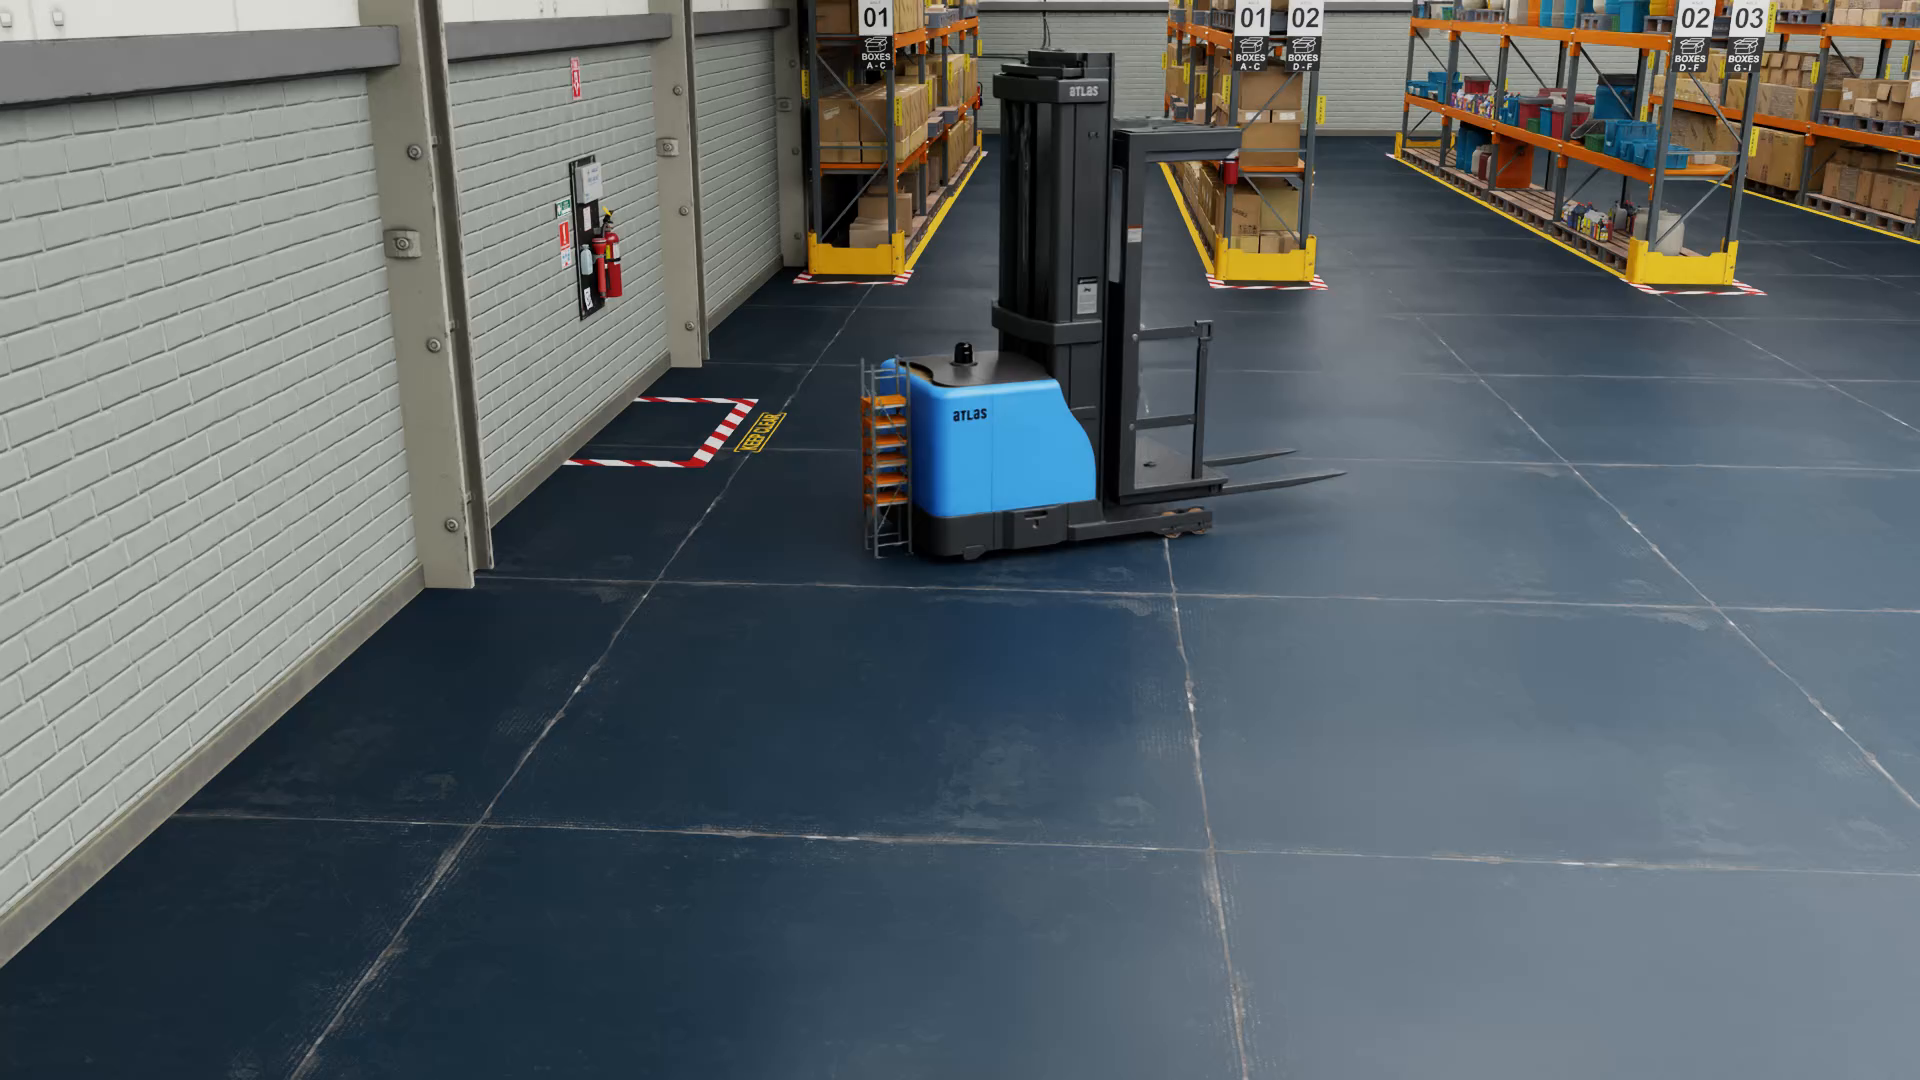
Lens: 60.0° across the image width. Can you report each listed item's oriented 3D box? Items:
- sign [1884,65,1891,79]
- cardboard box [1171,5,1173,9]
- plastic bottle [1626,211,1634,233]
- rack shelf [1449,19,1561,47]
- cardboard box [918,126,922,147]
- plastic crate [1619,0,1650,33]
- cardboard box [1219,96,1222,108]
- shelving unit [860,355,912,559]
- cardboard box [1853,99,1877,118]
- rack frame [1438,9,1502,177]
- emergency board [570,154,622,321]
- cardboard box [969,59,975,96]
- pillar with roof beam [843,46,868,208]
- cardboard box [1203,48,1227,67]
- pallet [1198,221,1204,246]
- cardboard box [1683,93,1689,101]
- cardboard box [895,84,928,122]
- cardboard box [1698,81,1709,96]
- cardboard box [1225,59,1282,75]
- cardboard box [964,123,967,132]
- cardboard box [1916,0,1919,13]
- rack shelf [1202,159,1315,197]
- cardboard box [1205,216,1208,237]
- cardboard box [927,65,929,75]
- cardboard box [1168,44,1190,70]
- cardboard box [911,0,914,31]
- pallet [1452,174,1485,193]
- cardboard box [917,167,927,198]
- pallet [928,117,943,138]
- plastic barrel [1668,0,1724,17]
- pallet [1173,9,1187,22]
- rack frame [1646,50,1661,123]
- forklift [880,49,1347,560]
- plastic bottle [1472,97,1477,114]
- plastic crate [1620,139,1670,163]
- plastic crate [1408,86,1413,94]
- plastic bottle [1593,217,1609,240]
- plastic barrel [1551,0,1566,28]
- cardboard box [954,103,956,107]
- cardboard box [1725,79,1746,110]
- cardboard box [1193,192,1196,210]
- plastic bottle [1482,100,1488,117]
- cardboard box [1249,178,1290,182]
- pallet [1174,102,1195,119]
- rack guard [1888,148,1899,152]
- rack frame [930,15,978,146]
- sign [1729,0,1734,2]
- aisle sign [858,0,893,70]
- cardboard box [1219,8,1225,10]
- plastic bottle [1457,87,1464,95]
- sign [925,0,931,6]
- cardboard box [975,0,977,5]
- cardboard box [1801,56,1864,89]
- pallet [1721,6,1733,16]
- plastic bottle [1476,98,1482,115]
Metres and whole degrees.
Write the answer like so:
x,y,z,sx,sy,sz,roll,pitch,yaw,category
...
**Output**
x,y,z,sx,sy,sz,roll,pitch,yaw,category
14.658,-7.357,26.327,0.100,0.325,0.005,1,18,4,sign
4.436,-10.451,32.924,0.500,0.250,0.500,1,18,4,cardboard box
8.990,-4.268,22.288,0.061,0.283,0.133,1,18,4,plastic bottle
9.319,-8.669,28.401,1.077,0.370,4.000,1,18,4,rack shelf
-0.789,-5.417,22.345,0.500,0.250,0.500,1,18,4,cardboard box
8.439,-6.497,20.641,0.392,0.384,0.575,1,18,4,plastic crate
3.684,-5.871,22.321,0.380,0.149,0.250,1,18,3,cardboard box
-0.442,-0.496,10.007,0.258,1.200,0.189,-7,20,-21,shelving unit
13.767,-6.467,24.908,0.500,0.250,0.500,1,18,2,cardboard box
9.463,-8.207,30.652,1.000,3.000,0.127,1,18,4,rack frame
-2.737,-2.308,12.648,0.194,1.169,0.643,1,18,4,emergency board
-0.200,-9.428,33.897,0.980,0.700,0.700,1,18,3,cardboard box
2.632,-9.556,25.135,9.100,9.000,0.400,1,18,4,pillar with roof beam
4.837,-8.981,31.249,0.500,0.500,0.500,2,18,5,cardboard box
3.850,-4.263,23.093,1.003,0.211,1.213,1,18,4,pallet
14.209,-8.557,32.124,0.380,0.149,0.250,2,18,5,cardboard box
-0.718,-6.084,23.178,0.500,0.500,0.500,1,18,4,cardboard box
14.208,-8.470,31.218,0.500,0.250,0.500,2,18,6,cardboard box
3.852,-6.047,21.818,0.700,0.500,0.500,1,18,4,cardboard box
-0.056,-8.080,32.564,0.380,0.149,0.250,2,18,6,cardboard box
14.029,-7.722,23.515,0.797,0.503,0.637,2,18,6,cardboard box
3.806,-4.871,21.626,1.077,0.370,4.000,1,18,4,rack shelf
3.501,-4.124,21.932,0.500,0.250,0.500,1,18,4,cardboard box
-0.700,-7.643,27.021,0.380,0.149,0.250,-1,18,-3,cardboard box
4.484,-9.789,33.714,0.500,0.500,0.500,1,18,4,cardboard box
-0.881,-6.776,21.275,0.500,0.500,0.500,2,18,7,cardboard box
9.281,-6.263,29.198,1.003,0.211,1.213,1,18,4,pallet
-0.892,-5.513,25.738,0.700,0.500,0.500,1,18,5,cardboard box
-0.792,-6.086,24.488,1.003,0.211,1.213,1,18,4,pallet
8.511,-6.463,19.148,0.600,0.830,0.708,1,18,4,plastic barrel
4.334,-9.132,28.958,1.213,0.211,1.003,1,18,4,pallet
14.690,-9.339,34.106,1.000,3.000,0.127,1,18,4,rack frame
1.054,-1.547,10.438,3.031,2.935,1.130,-7,20,-21,forklift
8.884,-7.498,28.676,0.061,0.283,0.133,1,18,4,plastic bottle
8.392,-4.773,20.411,0.499,0.251,0.408,1,18,4,plastic crate
9.298,-9.185,33.965,0.250,0.136,0.298,1,18,4,plastic crate
8.342,-4.052,21.641,0.152,0.276,0.135,1,18,4,plastic bottle
8.756,-7.752,23.641,0.600,0.901,0.600,0,18,0,plastic barrel
-0.263,-7.891,30.058,0.380,0.149,0.250,1,18,4,cardboard box
14.121,-8.006,29.880,0.500,0.500,0.500,1,18,4,cardboard box
3.728,-5.019,24.665,0.500,0.250,0.500,1,18,3,cardboard box
8.850,-7.267,27.989,0.097,0.271,0.097,0,18,0,plastic bottle
4.033,-4.468,21.779,0.500,0.500,0.500,1,18,4,cardboard box
4.214,-7.197,27.878,1.213,0.211,1.003,1,18,4,pallet
19.624,-7.985,33.989,1.175,0.500,0.348,1,18,4,rack guard
-0.132,-9.670,35.118,1.000,3.000,0.127,1,18,4,rack frame
13.849,-9.817,29.791,0.100,0.325,0.005,1,18,4,sign
-0.985,-5.907,19.459,0.394,0.787,0.004,1,18,4,aisle sign
4.039,-7.749,24.005,0.500,0.250,0.500,0,18,-1,cardboard box
9.111,-8.069,30.310,0.144,0.351,0.185,1,18,4,plastic bottle
-0.450,-7.605,23.167,0.100,0.325,0.005,1,18,4,sign
0.080,-11.038,33.881,0.500,0.250,0.500,2,18,6,cardboard box
14.185,-7.605,27.043,0.797,0.503,0.637,2,18,6,cardboard box
14.472,-9.733,30.636,1.003,0.211,1.213,1,18,4,pallet
8.861,-7.399,28.374,0.061,0.283,0.133,1,18,4,plastic bottle
